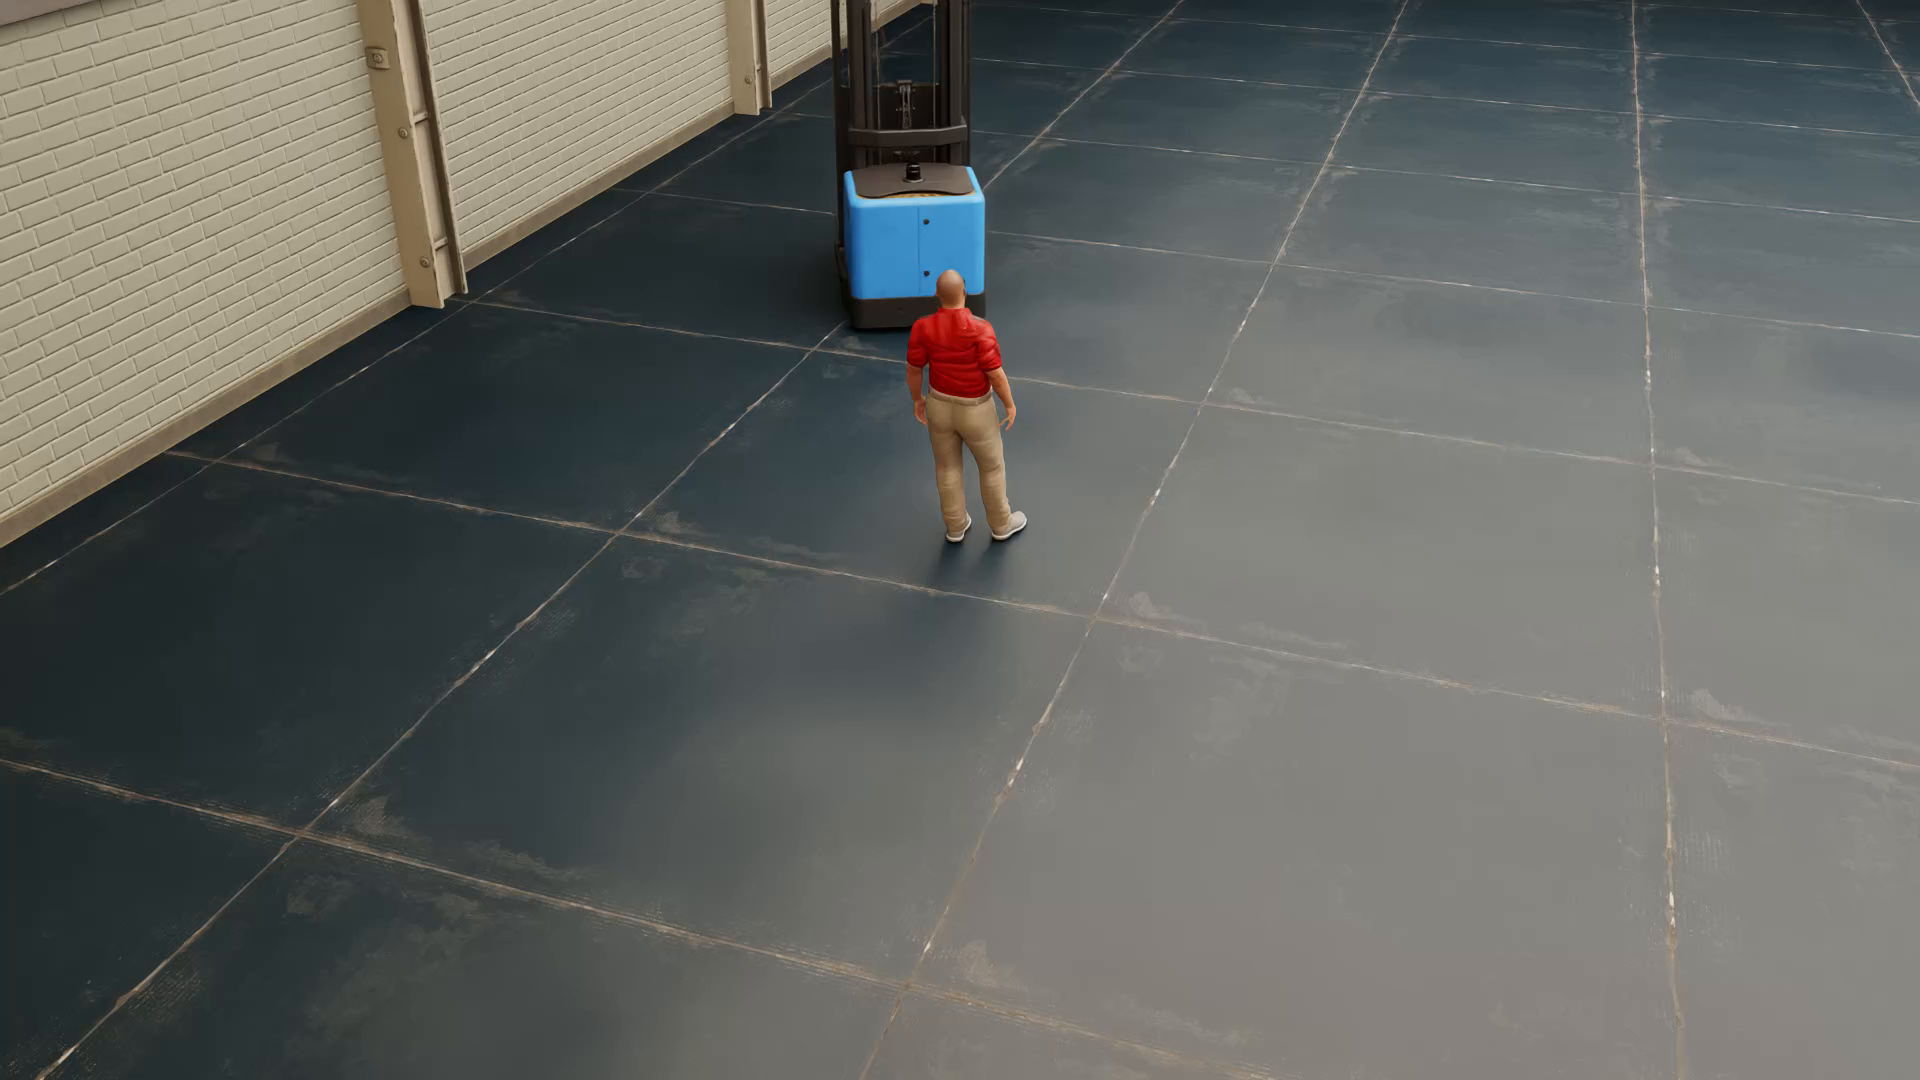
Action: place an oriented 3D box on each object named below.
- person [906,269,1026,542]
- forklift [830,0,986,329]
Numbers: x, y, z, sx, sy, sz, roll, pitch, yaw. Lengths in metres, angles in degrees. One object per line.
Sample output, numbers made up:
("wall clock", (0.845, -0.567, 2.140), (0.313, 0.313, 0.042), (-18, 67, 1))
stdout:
("person", (0.041, -0.797, 9.735), (0.640, 1.727, 0.551), (10, 31, 16))
("forklift", (-0.489, -3.608, 13.466), (1.130, 2.935, 3.031), (-3, 30, -6))
